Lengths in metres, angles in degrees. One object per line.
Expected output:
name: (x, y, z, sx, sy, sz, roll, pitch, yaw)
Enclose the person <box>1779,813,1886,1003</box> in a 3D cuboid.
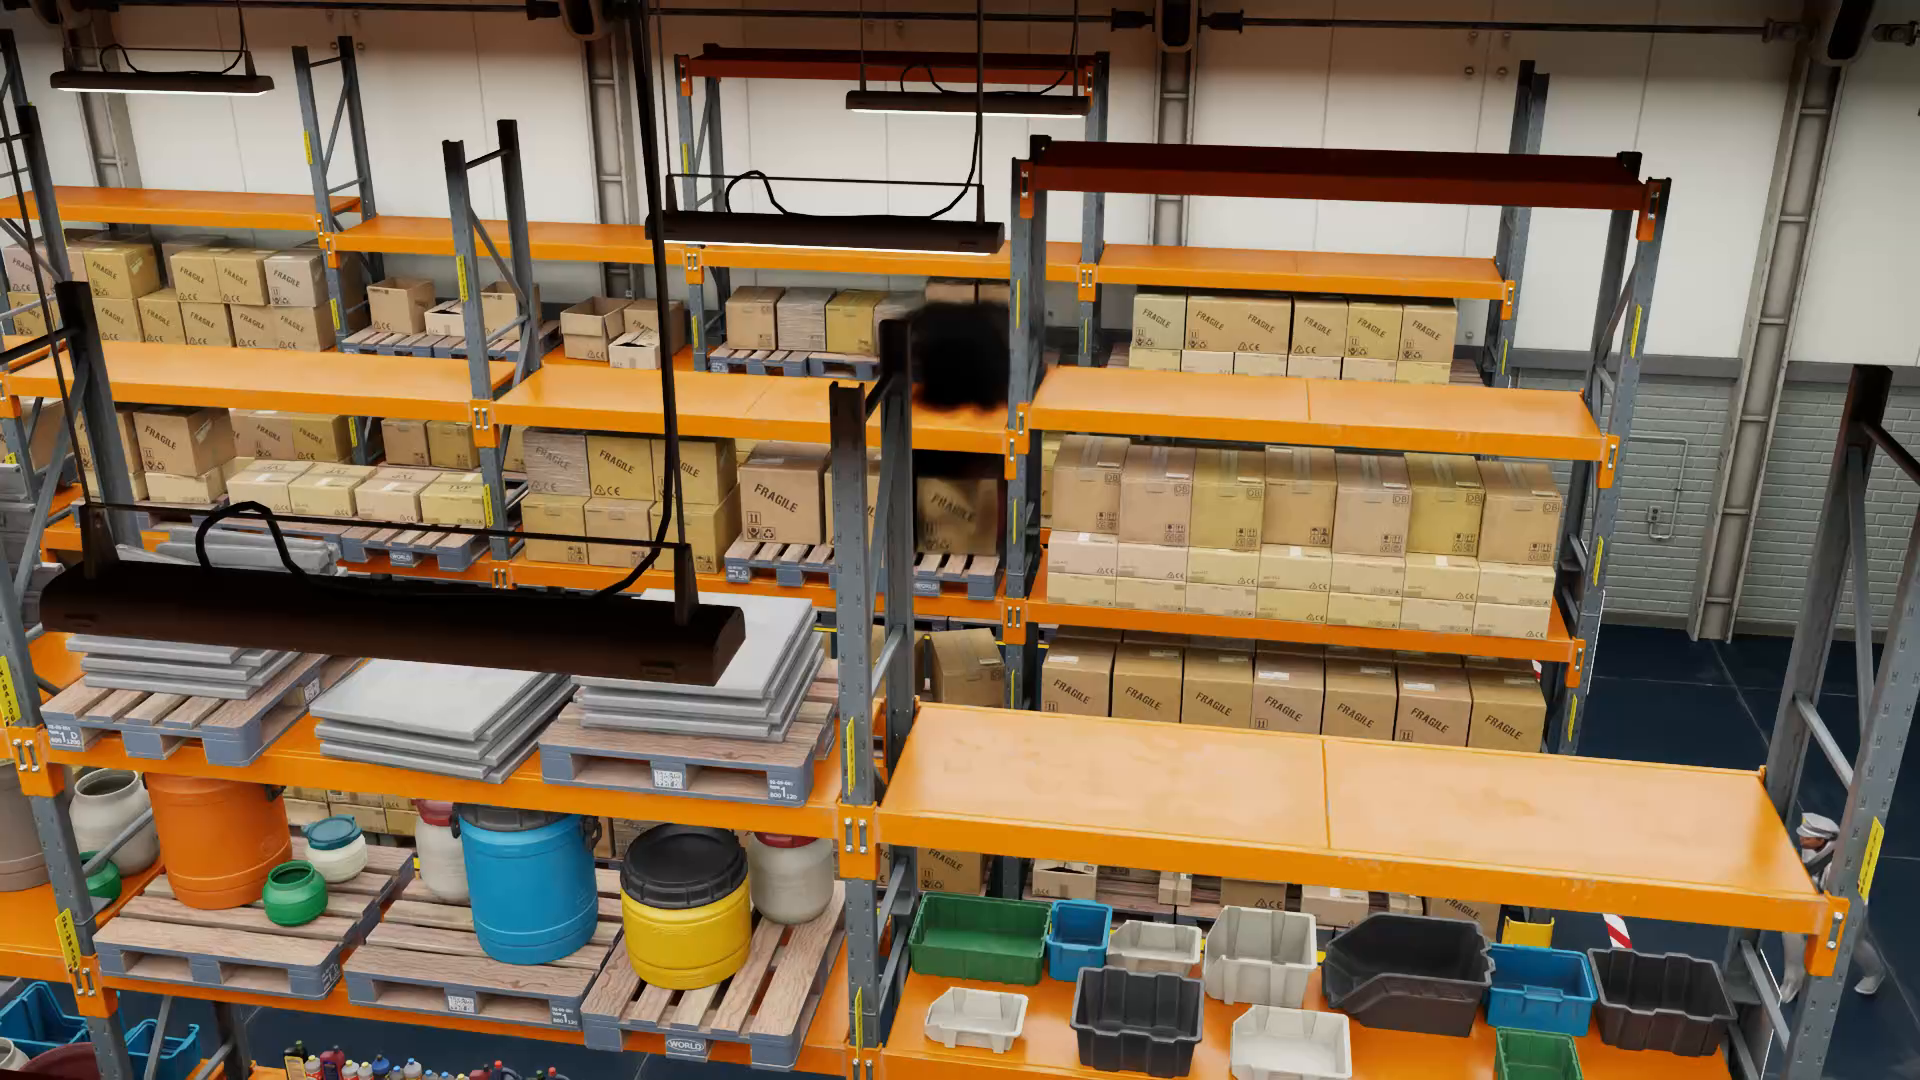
person: (6.406, 2.676, 12.129, 0.966, 1.623, 0.589, -3, 23, -8)
